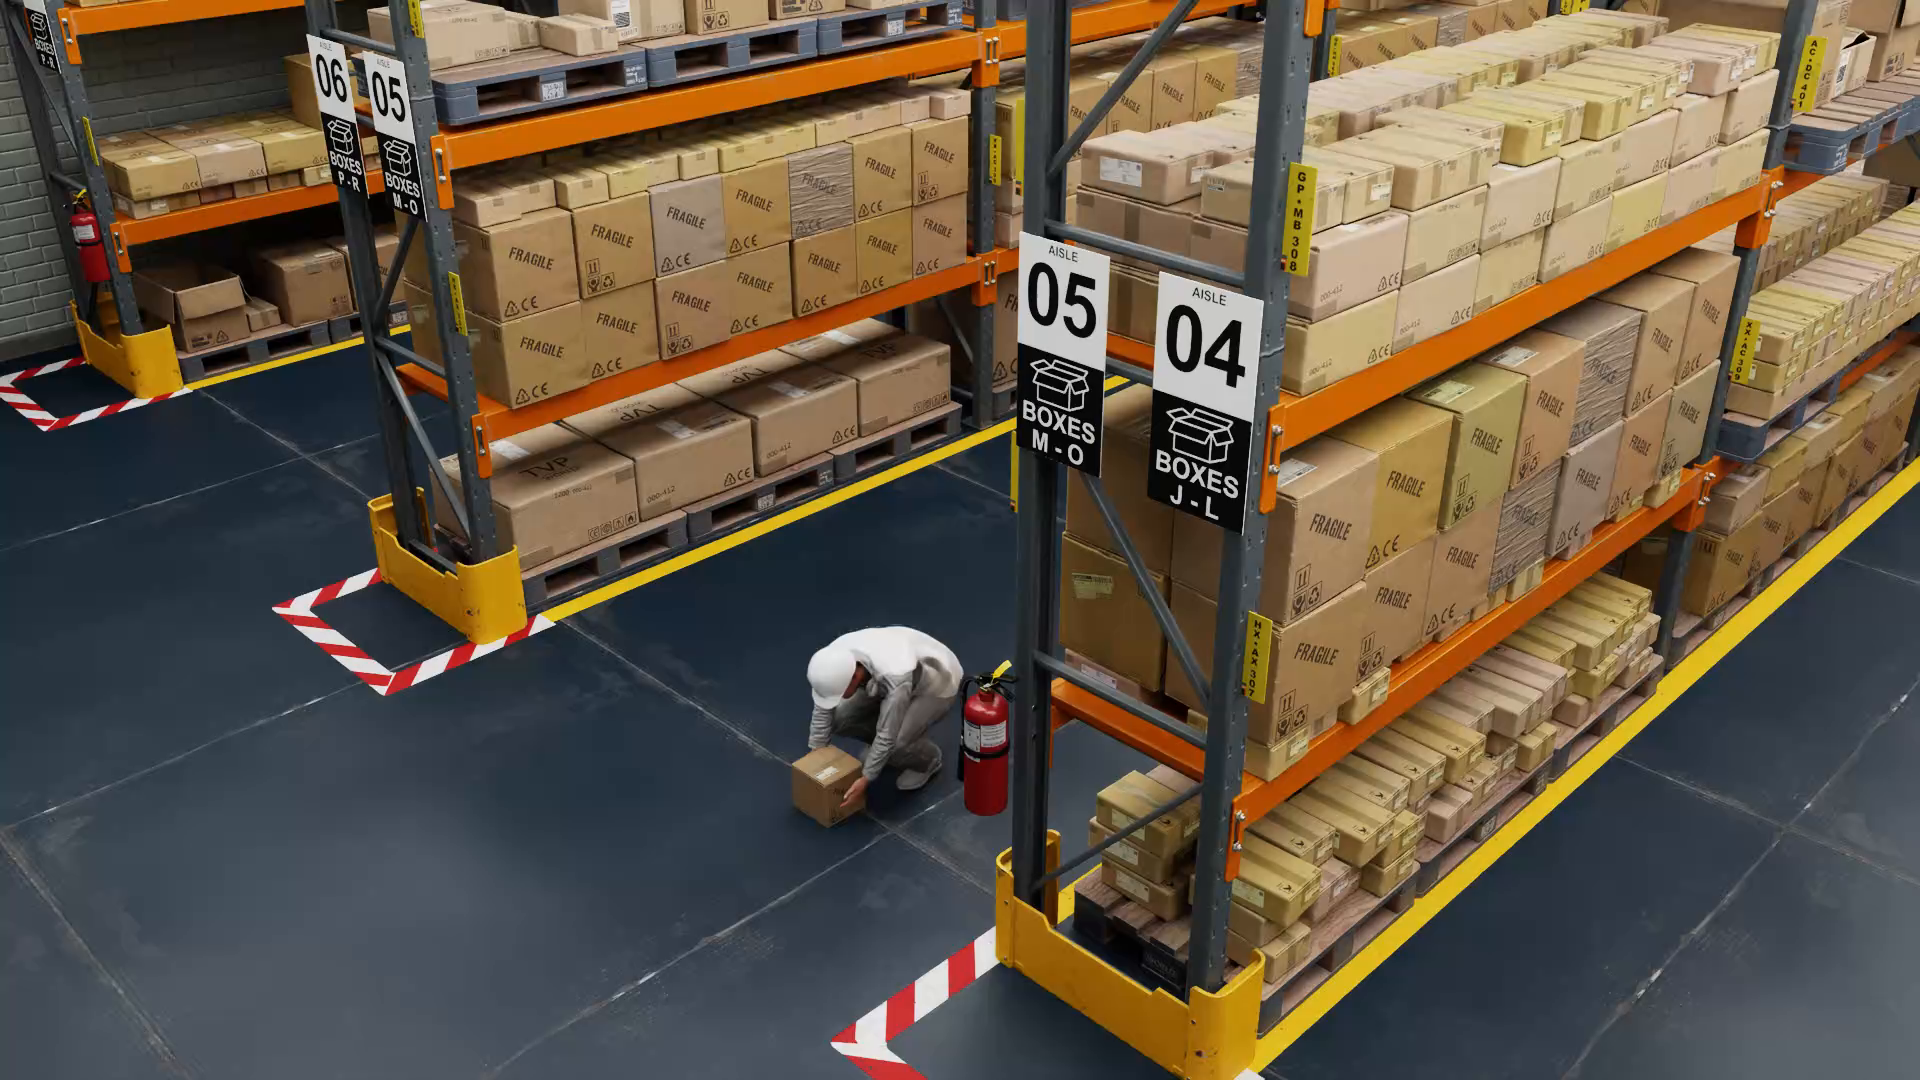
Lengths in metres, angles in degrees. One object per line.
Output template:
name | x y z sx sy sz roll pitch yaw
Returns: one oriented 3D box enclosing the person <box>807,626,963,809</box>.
person | -0.384 0.780 8.015 0.534 0.930 0.913 24 36 38
